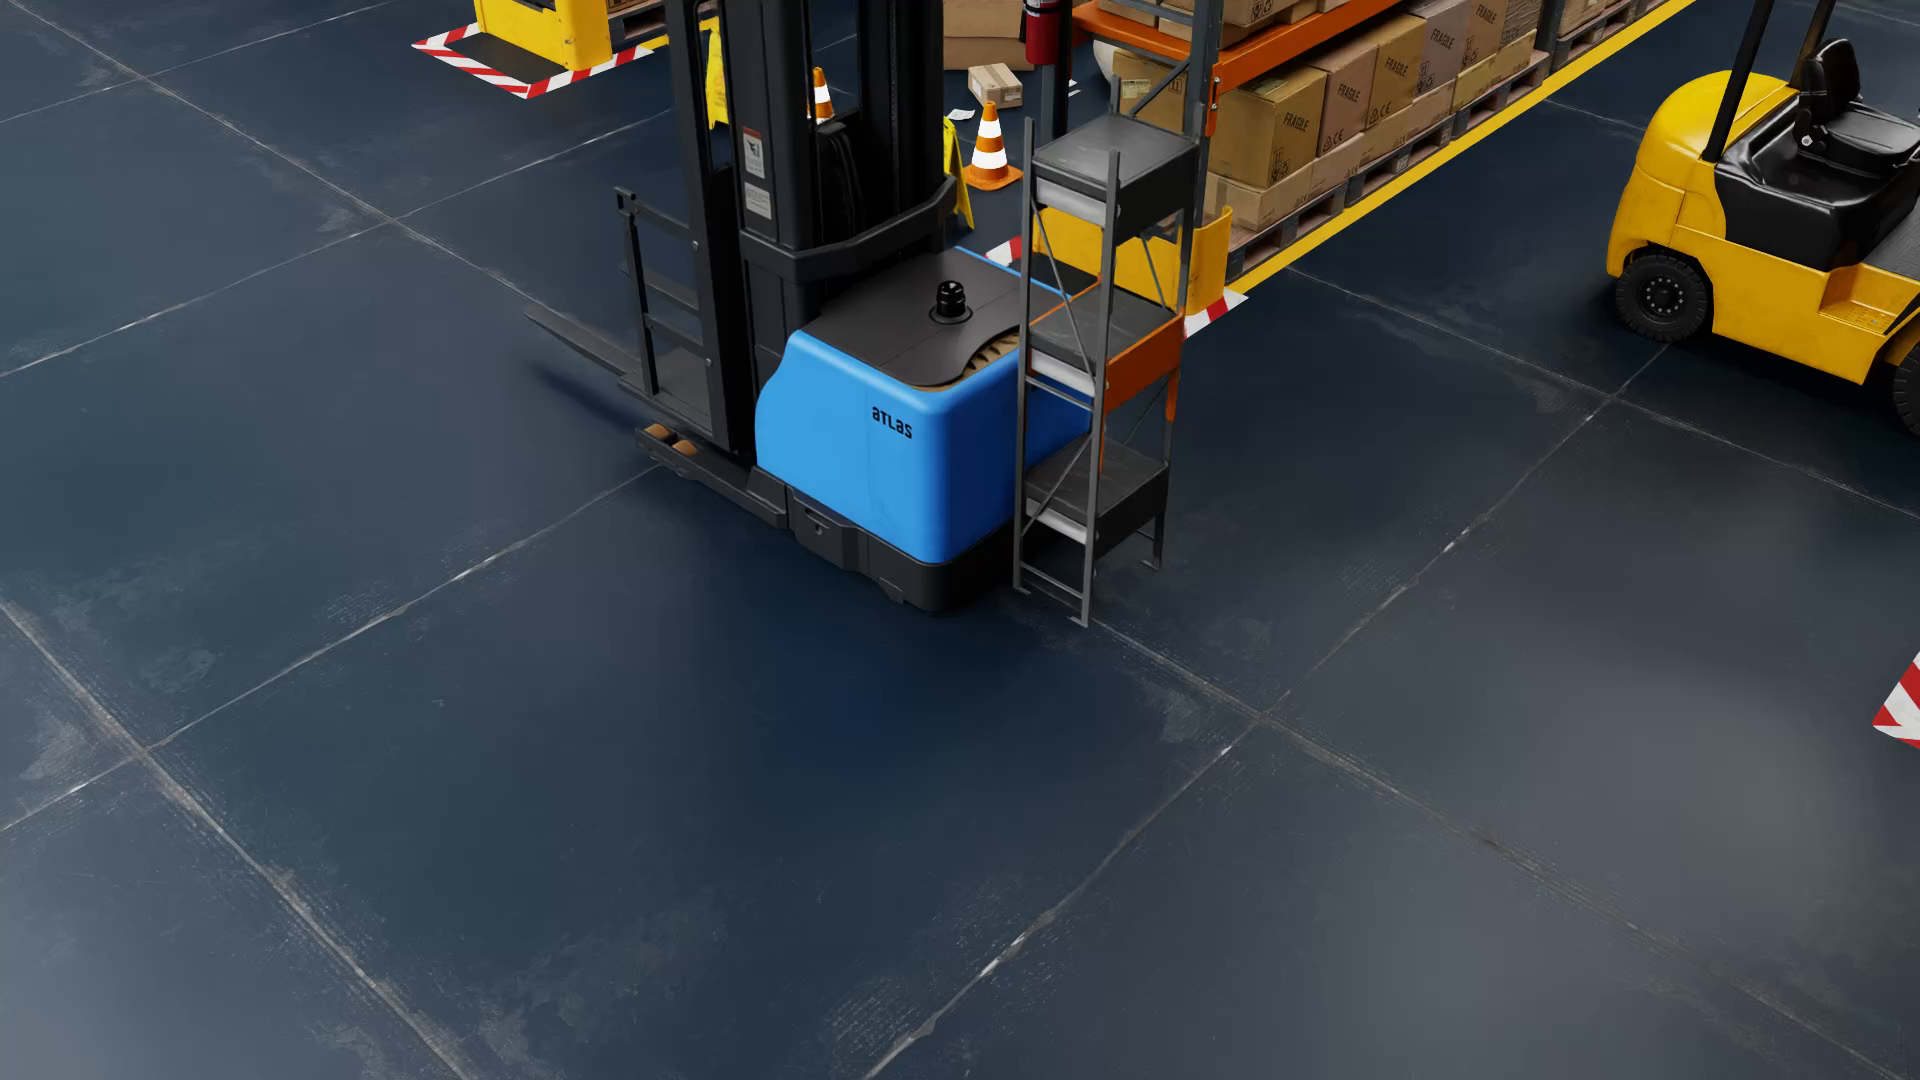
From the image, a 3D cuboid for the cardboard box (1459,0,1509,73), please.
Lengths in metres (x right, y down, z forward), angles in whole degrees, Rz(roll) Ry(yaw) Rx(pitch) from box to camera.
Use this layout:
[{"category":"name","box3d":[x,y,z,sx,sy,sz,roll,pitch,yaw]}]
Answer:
[{"category":"cardboard box","box3d":[2.993,-3.225,10.165,0.500,0.500,0.500,31,48,33]}]

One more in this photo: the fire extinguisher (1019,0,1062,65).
[{"category":"fire extinguisher","box3d":[0.420,-2.735,8.342,0.296,0.674,0.183,30,47,32]}]

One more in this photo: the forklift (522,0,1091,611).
[{"category":"forklift","box3d":[-0.860,-1.650,6.970,3.031,2.935,1.130,30,47,32]}]

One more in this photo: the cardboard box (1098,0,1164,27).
[{"category":"cardboard box","box3d":[0.932,-2.788,8.548,0.380,0.149,0.250,31,48,33]}]

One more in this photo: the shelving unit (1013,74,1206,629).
[{"category":"shelving unit","box3d":[0.538,-0.658,6.390,0.431,2.100,0.503,29,47,31]}]

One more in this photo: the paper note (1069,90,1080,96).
[{"category":"paper note","box3d":[0.744,-2.941,10.941,0.032,0.001,0.123,30,47,32]}]

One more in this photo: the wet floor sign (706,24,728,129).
[{"category":"wet floor sign","box3d":[-1.442,-2.891,10.367,0.267,0.644,0.232,22,43,25]}]

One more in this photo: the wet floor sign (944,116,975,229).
[{"category":"wet floor sign","box3d":[-0.080,-2.065,9.329,0.232,0.644,0.267,-18,42,-21]}]

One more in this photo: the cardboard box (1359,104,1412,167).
[{"category":"cardboard box","box3d":[2.295,-2.455,9.799,0.500,0.250,0.500,-31,48,-33]}]

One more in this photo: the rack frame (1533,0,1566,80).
[{"category":"rack frame","box3d":[3.536,-4.462,10.452,1.000,3.000,0.127,30,47,32]}]

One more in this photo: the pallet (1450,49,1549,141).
[{"category":"pallet","box3d":[3.109,-3.048,10.913,1.003,0.211,1.213,30,47,32]}]

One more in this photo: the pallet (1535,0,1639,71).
[{"category":"pallet","box3d":[4.060,-3.729,11.770,1.003,0.211,1.213,30,47,32]}]

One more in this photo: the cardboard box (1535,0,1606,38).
[{"category":"cardboard box","box3d":[3.888,-3.840,11.443,0.950,0.372,0.625,30,47,32]}]

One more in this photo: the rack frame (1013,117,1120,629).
[{"category":"rack frame","box3d":[0.376,-0.544,6.247,0.400,2.100,0.015,29,47,31]}]

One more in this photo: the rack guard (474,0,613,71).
[{"category":"rack guard","box3d":[-2.901,-3.667,11.460,1.175,0.500,0.348,30,47,32]}]

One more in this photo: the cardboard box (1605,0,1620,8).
[{"category":"cardboard box","box3d":[4.371,-4.172,11.861,0.625,0.372,0.950,-31,48,-33]}]

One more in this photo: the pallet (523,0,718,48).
[{"category":"pallet","box3d":[-2.403,-3.966,12.068,1.003,0.211,1.213,30,47,32]}]

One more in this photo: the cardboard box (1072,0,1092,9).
[{"category":"cardboard box","box3d":[0.779,-4.004,11.772,0.797,0.637,0.503,30,47,32]}]

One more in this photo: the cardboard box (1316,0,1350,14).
[{"category":"cardboard box","box3d":[1.823,-2.903,8.692,0.380,0.149,0.250,30,48,32]}]

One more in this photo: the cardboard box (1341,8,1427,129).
[{"category":"cardboard box","box3d":[2.296,-2.741,9.556,0.500,0.500,0.500,31,48,33]}]

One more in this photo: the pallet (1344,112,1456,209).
[{"category":"pallet","box3d":[2.286,-2.485,10.205,1.003,0.211,1.213,30,47,32]}]

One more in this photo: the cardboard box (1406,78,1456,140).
[{"category":"cardboard box","box3d":[2.637,-2.686,10.089,0.500,0.250,0.500,30,48,32]}]

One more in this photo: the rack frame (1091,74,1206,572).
[{"category":"rack frame","box3d":[0.700,-0.772,6.533,0.400,2.100,0.015,29,47,31]}]

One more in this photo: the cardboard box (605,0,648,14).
[{"category":"cardboard box","box3d":[-2.476,-4.329,11.654,0.875,0.875,0.875,30,47,32]}]

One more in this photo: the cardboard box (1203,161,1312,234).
[{"category":"cardboard box","box3d":[1.586,-1.967,9.186,0.500,0.250,0.500,29,47,32]}]

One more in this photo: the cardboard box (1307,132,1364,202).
[{"category":"cardboard box","box3d":[1.936,-2.199,9.477,0.500,0.250,0.500,31,48,33]}]

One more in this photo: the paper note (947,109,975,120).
[{"category":"paper note","box3d":[0.006,-2.733,10.662,0.148,0.019,0.142,14,41,17]}]

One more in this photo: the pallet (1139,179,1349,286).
[{"category":"pallet","box3d":[1.463,-1.927,9.503,1.003,0.211,1.213,30,47,32]}]

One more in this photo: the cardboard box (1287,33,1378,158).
[{"category":"cardboard box","box3d":[1.951,-2.514,9.271,0.500,0.500,0.500,28,46,30]}]

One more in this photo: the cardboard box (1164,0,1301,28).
[{"category":"cardboard box","box3d":[1.362,-2.882,8.144,0.500,0.500,0.500,29,47,31]}]

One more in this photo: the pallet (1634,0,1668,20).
[{"category":"pallet","box3d":[4.883,-4.292,12.479,1.003,0.211,1.213,30,47,32]}]

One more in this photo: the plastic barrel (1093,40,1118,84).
[{"category":"plastic barrel","box3d":[1.114,-3.201,10.936,0.421,0.421,0.512,-5,39,-6]}]

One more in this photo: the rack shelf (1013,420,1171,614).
[{"category":"rack shelf","box3d":[0.538,-0.099,6.834,0.431,0.518,0.480,29,47,31]}]

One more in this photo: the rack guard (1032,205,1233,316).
[{"category":"rack guard","box3d":[0.889,-1.681,8.963,1.175,0.500,0.348,30,47,32]}]

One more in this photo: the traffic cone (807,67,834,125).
[{"category":"traffic cone","box3d":[-0.873,-2.681,10.250,0.336,0.463,0.334,30,47,32]}]

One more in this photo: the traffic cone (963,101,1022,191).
[{"category":"traffic cone","box3d":[0.176,-2.371,9.860,0.336,0.463,0.334,30,47,32]}]

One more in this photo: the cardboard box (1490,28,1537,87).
[{"category":"cardboard box","box3d":[3.336,-3.166,10.693,0.500,0.250,0.500,-32,48,-34]}]

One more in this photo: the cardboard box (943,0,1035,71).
[{"category":"cardboard box","box3d":[0.154,-3.518,11.270,0.797,0.503,0.637,2,39,2]}]

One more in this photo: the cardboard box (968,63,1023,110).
[{"category":"cardboard box","box3d":[0.230,-2.959,10.852,0.250,0.149,0.380,-11,40,-14]}]

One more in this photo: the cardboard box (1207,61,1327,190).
[{"category":"cardboard box","box3d":[1.602,-2.272,8.967,0.500,0.500,0.500,28,46,31]}]

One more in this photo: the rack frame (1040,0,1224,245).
[{"category":"rack frame","box3d":[0.838,-2.625,8.141,1.000,3.000,0.127,30,47,32]}]

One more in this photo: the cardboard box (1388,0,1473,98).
[{"category":"cardboard box","box3d":[2.650,-2.990,9.870,0.500,0.500,0.500,-31,48,-33]}]

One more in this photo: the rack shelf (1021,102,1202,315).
[{"category":"rack shelf","box3d":[0.538,-1.195,5.963,0.431,0.518,0.480,29,47,31]}]

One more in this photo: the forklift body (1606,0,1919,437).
[{"category":"forklift body","box3d":[4.437,-1.847,7.845,2.313,2.155,1.214,30,47,32]}]

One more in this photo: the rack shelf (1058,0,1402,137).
[{"category":"rack shelf","box3d":[2.187,-3.262,9.520,1.077,0.370,4.000,30,47,32]}]

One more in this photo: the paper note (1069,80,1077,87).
[{"category":"paper note","box3d":[0.690,-3.056,11.077,0.142,0.019,0.148,-18,42,-21]}]

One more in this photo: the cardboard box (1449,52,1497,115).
[{"category":"cardboard box","box3d":[2.984,-2.917,10.381,0.500,0.250,0.500,28,46,31]}]

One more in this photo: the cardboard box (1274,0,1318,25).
[{"category":"cardboard box","box3d":[1.618,-2.805,8.570,0.380,0.149,0.250,28,46,31]}]

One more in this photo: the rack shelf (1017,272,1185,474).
[{"category":"rack shelf","box3d":[0.538,-0.647,6.399,0.431,0.518,0.480,29,47,31]}]

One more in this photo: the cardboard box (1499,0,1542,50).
[{"category":"cardboard box","box3d":[3.335,-3.460,10.460,0.500,0.500,0.500,29,47,31]}]

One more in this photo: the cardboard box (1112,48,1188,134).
[{"category":"cardboard box","box3d":[1.186,-2.484,9.233,0.500,0.500,0.500,30,47,32]}]

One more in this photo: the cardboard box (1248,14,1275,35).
[{"category":"cardboard box","box3d":[1.379,-2.718,8.459,0.380,0.149,0.250,30,48,32]}]

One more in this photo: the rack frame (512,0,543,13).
[{"category":"rack frame","box3d":[-2.884,-4.657,10.696,1.000,3.000,0.127,30,47,32]}]

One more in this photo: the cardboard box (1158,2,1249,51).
[{"category":"cardboard box","box3d":[1.220,-2.596,8.306,0.380,0.149,0.250,30,47,32]}]
